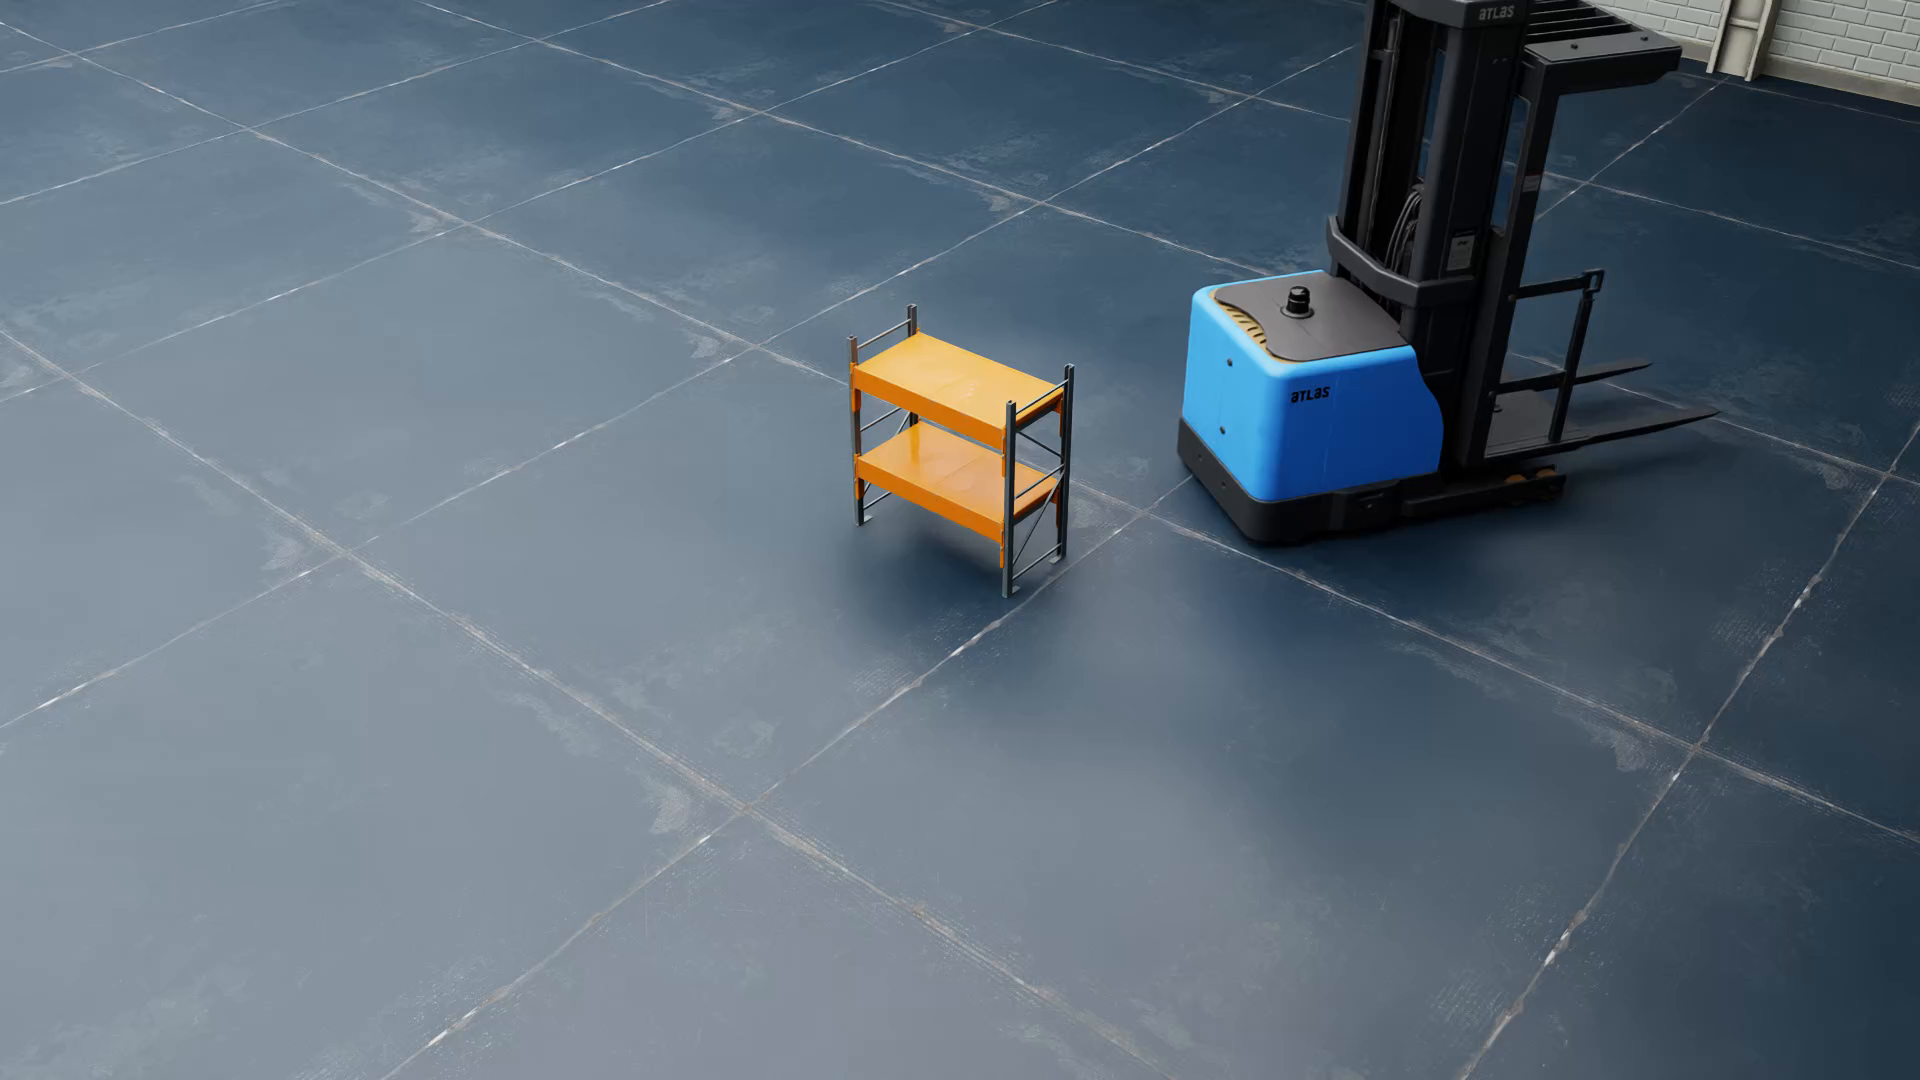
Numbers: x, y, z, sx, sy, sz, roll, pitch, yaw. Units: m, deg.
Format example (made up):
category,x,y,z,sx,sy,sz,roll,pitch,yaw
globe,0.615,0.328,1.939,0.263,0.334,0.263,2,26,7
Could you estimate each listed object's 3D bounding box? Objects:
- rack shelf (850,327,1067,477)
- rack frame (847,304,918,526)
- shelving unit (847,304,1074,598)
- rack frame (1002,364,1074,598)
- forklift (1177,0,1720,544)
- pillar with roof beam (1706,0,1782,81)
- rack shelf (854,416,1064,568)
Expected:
category,x,y,z,sx,sy,sz,roll,pitch,yaw
rack shelf,-0.005,-0.707,8.352,1.000,0.278,0.538,25,42,32
rack frame,-0.396,-0.650,8.785,0.032,1.125,0.500,25,42,32
shelving unit,-0.005,-0.466,8.517,1.048,1.125,0.538,25,42,32
rack frame,0.385,-0.282,8.249,0.032,1.125,0.500,25,42,32
forklift,2.805,-1.673,8.679,3.031,2.935,1.130,-10,36,-15
pillar with roof beam,4.209,-6.044,9.684,0.400,9.000,9.100,25,42,32
rack shelf,-0.005,-0.265,8.656,1.000,0.278,0.538,25,42,32
